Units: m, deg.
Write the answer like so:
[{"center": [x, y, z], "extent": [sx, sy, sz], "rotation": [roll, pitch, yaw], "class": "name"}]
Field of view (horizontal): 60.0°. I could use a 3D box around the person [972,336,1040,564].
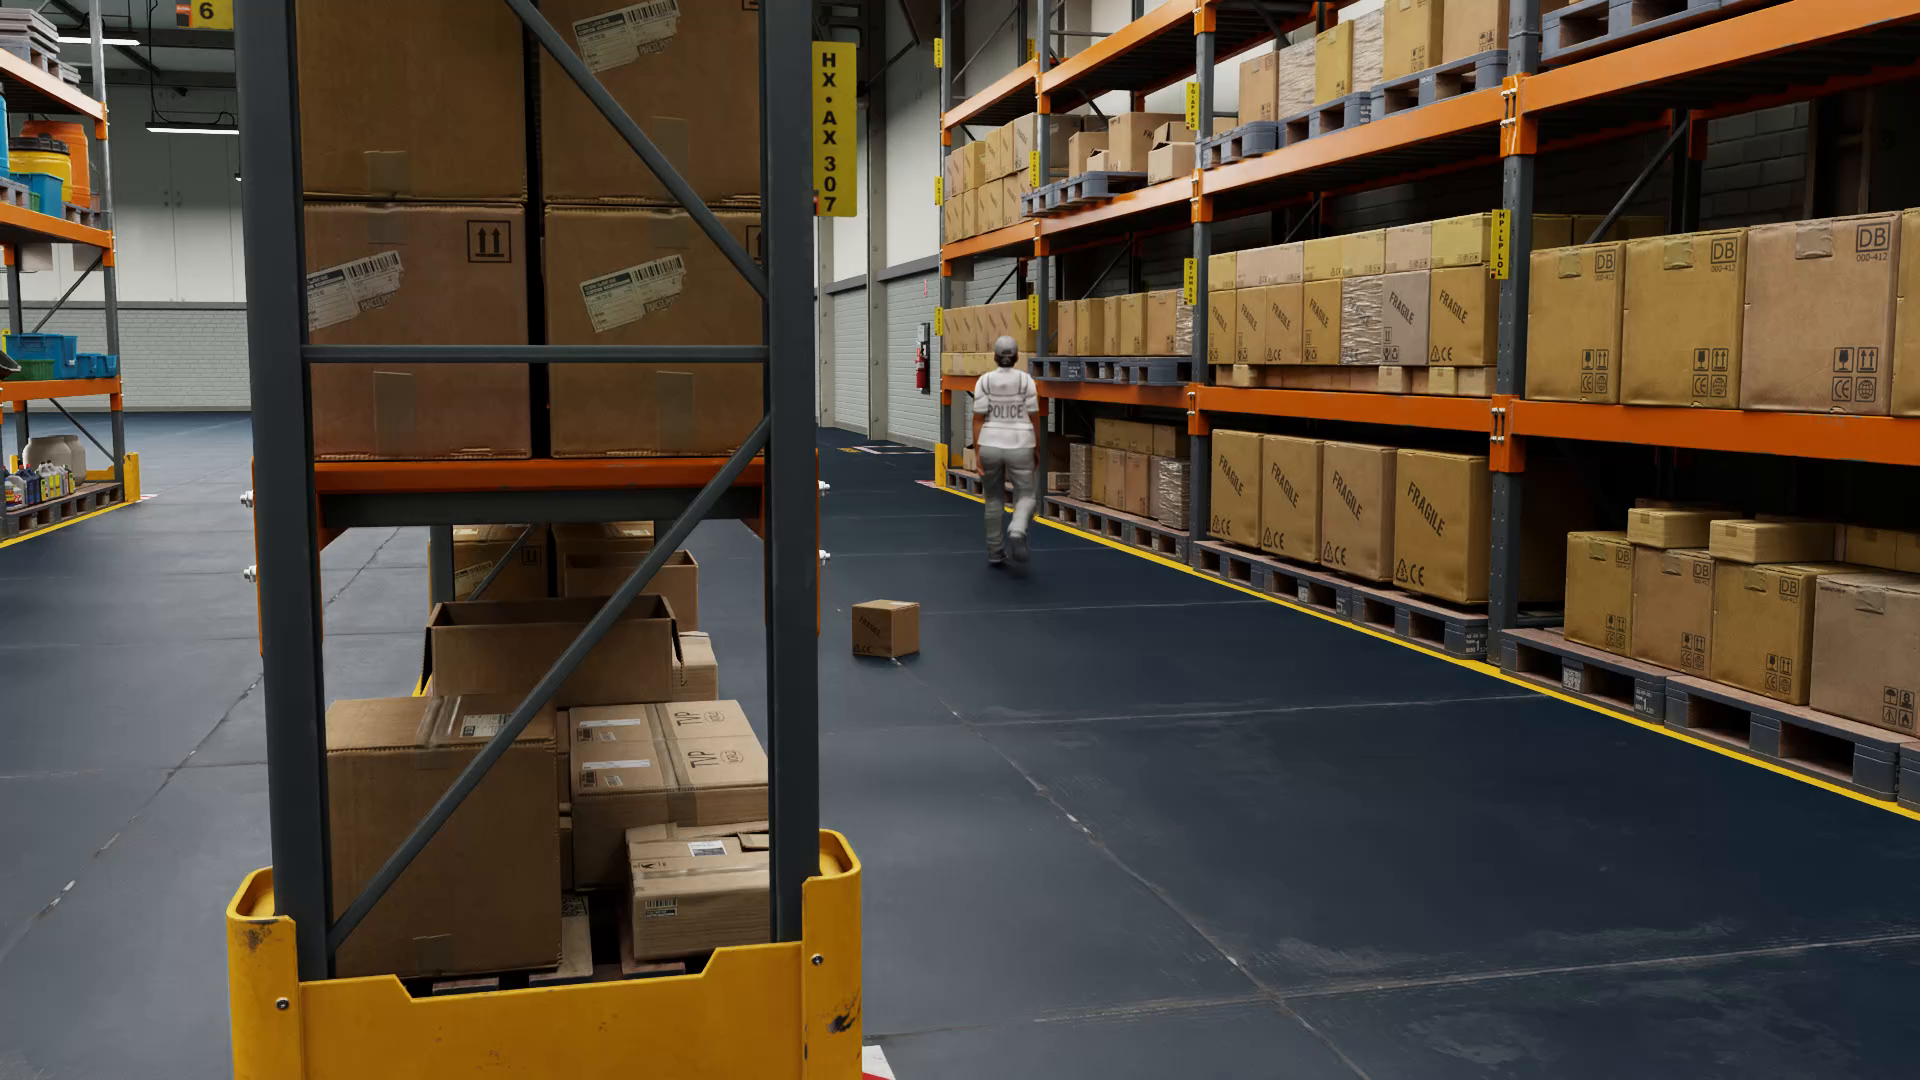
[{"center": [0.326, -0.629, 11.819], "extent": [0.483, 1.634, 0.788], "rotation": [1, 6, 10], "class": "person"}]
